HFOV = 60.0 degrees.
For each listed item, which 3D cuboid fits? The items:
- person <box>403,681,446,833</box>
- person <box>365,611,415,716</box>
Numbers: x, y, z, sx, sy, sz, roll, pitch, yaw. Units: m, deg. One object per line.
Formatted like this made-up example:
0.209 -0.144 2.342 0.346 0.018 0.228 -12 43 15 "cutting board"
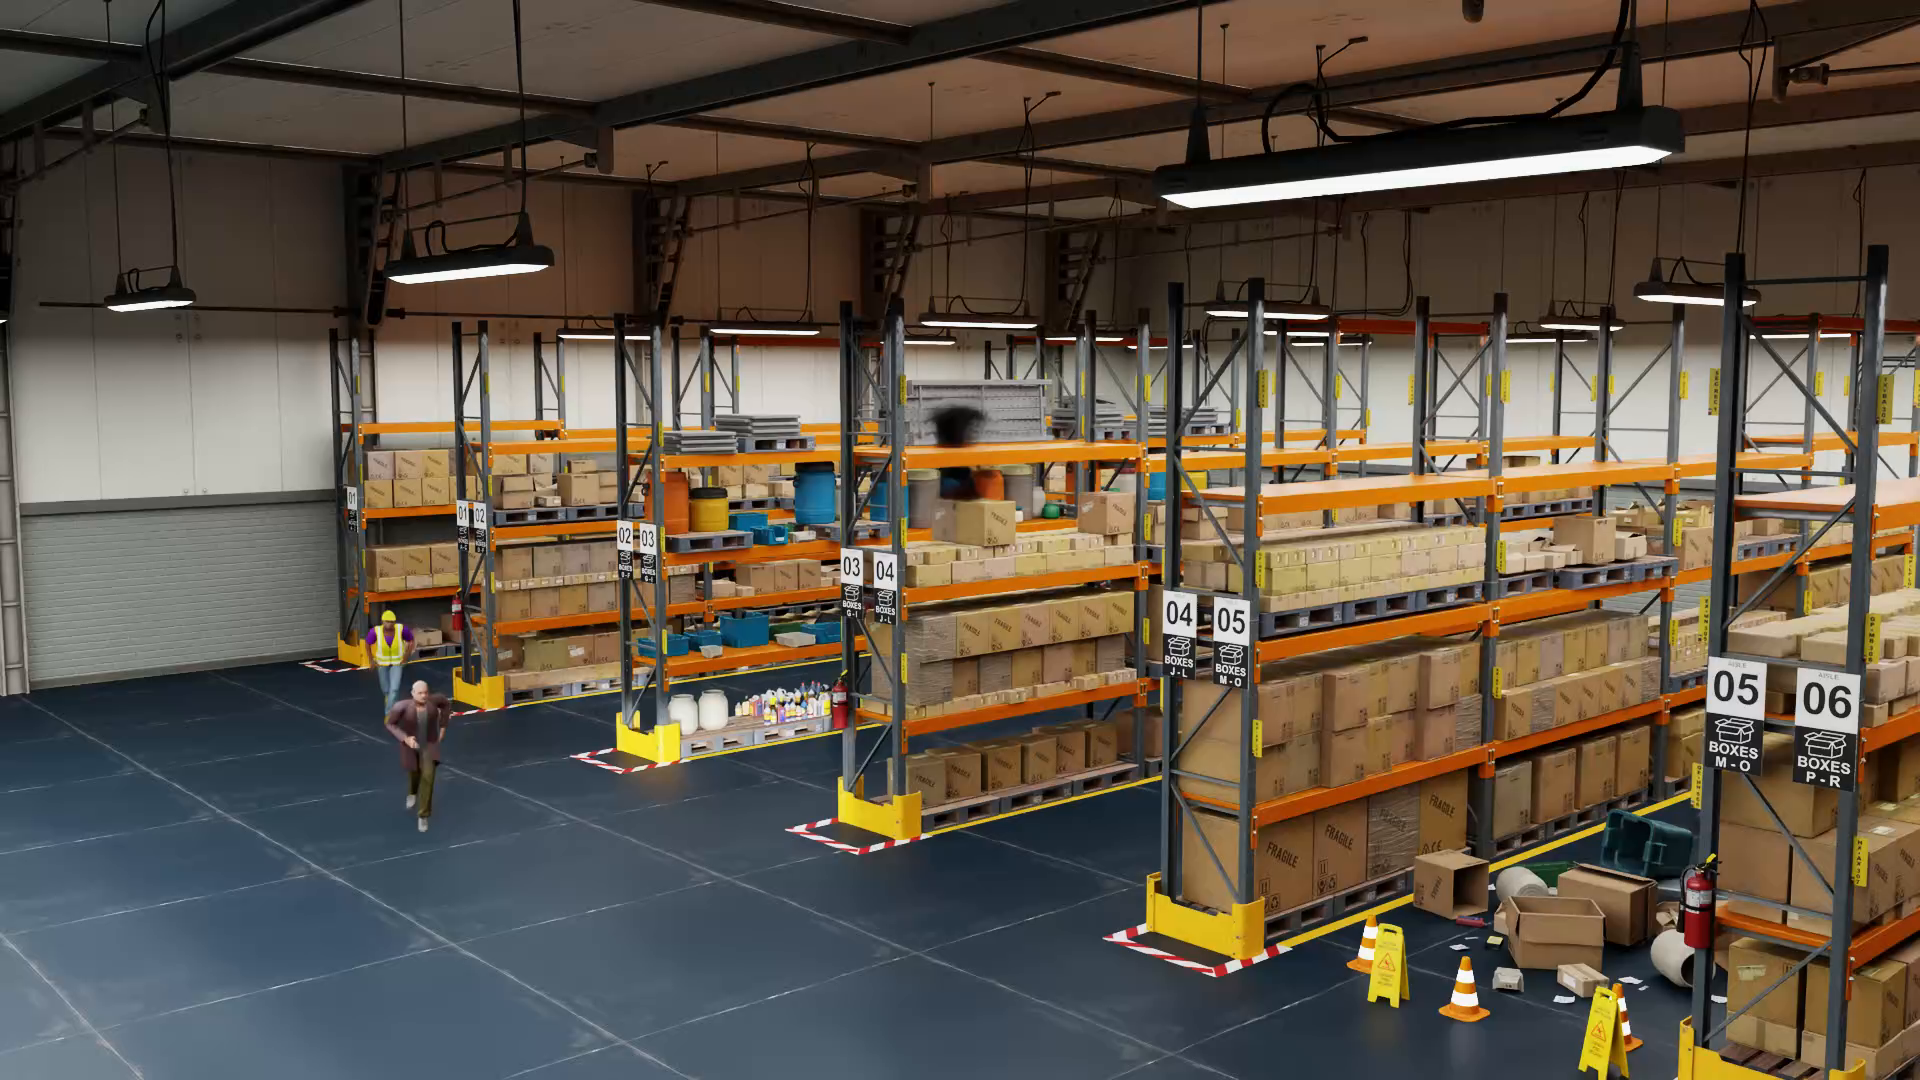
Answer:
-6.284 2.433 19.279 0.702 1.745 1.099 -3 6 -27 "person"
-8.556 1.833 24.986 0.704 1.616 0.870 -2 6 -21 "person"
